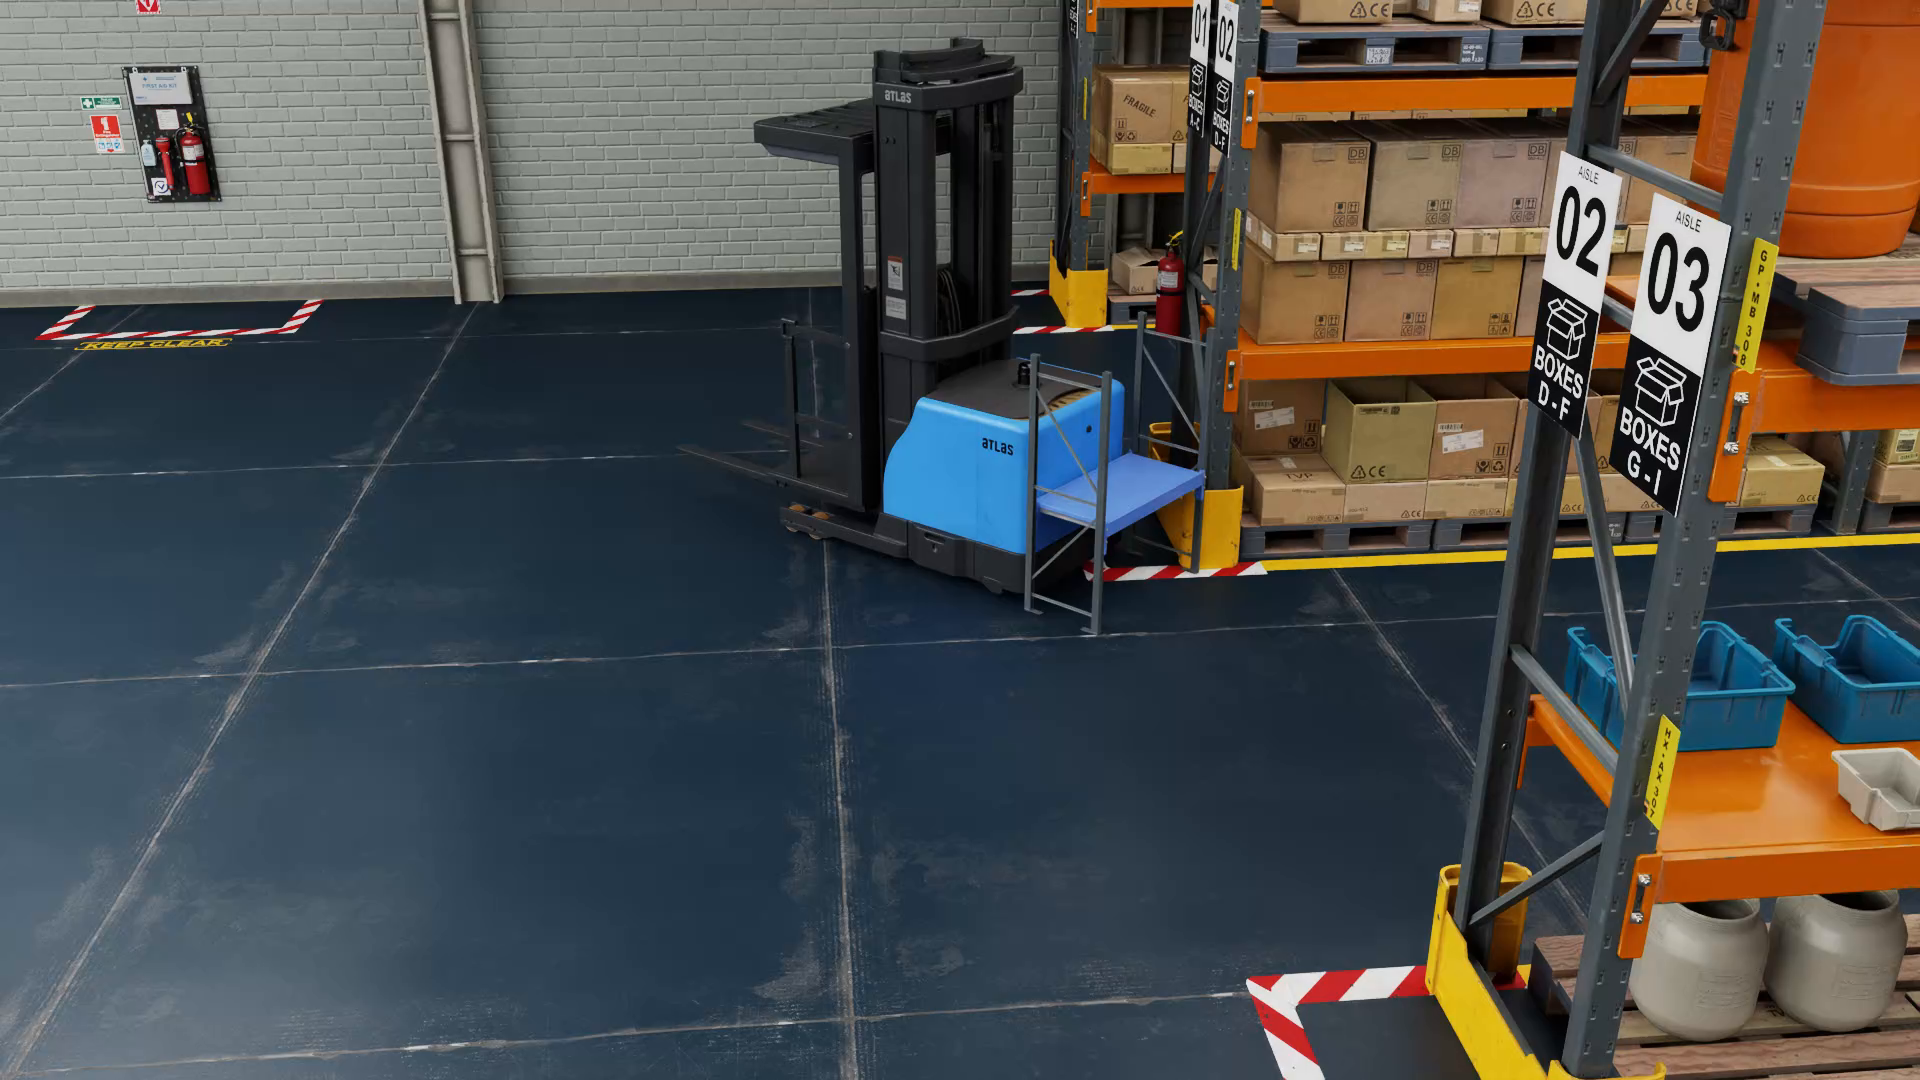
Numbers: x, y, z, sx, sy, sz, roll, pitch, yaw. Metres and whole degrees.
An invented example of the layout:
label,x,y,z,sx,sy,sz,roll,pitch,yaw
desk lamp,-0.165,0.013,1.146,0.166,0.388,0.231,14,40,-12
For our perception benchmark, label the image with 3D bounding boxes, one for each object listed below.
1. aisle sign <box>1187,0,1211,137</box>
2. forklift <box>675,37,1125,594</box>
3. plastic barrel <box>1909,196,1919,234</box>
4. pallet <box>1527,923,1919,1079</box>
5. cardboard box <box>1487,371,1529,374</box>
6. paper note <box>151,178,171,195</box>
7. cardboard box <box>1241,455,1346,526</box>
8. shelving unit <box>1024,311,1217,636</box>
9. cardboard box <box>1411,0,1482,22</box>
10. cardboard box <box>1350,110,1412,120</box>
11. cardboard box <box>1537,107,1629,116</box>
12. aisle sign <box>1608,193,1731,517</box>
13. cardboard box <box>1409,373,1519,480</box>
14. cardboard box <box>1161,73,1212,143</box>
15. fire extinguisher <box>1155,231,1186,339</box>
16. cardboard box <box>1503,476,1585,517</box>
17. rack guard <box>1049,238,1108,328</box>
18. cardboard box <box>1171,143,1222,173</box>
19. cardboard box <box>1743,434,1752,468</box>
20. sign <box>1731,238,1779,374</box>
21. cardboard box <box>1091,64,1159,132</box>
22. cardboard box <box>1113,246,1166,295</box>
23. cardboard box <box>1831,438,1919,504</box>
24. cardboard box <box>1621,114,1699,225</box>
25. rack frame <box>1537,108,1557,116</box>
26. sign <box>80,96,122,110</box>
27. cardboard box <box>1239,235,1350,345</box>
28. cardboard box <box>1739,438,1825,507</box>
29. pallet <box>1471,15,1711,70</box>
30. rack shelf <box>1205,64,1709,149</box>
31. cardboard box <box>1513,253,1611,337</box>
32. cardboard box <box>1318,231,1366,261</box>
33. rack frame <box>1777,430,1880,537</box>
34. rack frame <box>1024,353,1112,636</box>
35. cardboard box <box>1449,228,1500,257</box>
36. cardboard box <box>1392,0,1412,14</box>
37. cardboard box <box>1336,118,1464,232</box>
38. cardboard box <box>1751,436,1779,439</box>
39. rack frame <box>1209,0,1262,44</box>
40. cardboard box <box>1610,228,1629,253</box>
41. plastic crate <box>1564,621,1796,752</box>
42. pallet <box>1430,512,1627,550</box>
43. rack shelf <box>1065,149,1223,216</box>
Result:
label,x,y,z,sx,sy,sz,roll,pitch,yaw
aisle sign,1.367,-2.741,9.522,0.004,0.787,0.394,-2,24,-5
forklift,-0.501,-1.495,10.005,3.031,2.935,1.130,17,29,34
plastic barrel,3.066,-1.180,4.769,0.600,0.588,0.600,0,24,0
pallet,2.824,1.788,5.968,1.213,0.211,1.003,-2,24,-5
cardboard box,3.457,-0.922,10.576,0.500,0.500,0.500,-2,24,-5
paper note,-7.035,-3.112,14.643,0.142,0.148,0.016,-2,24,-5
cardboard box,2.017,-0.304,10.108,0.500,0.250,0.500,-2,24,-5
shelving unit,0.891,-0.391,9.278,0.538,1.500,1.048,19,30,35
cardboard box,2.649,-2.924,9.062,0.250,0.149,0.380,-2,24,-5
cardboard box,3.513,-3.700,14.118,0.500,0.500,0.500,-3,24,-7
cardboard box,5.461,-3.852,14.558,0.500,0.500,0.700,-2,24,-5
aisle sign,1.901,-0.501,4.483,0.004,0.787,0.394,-2,24,-5
cardboard box,3.010,-0.692,10.059,0.500,0.500,0.500,-2,24,-5
cardboard box,1.968,-3.635,13.972,0.500,0.500,0.500,-2,24,-5
fire extinguisher,1.298,-1.584,10.217,0.183,0.674,0.296,-2,24,-5
cardboard box,3.509,-0.363,10.241,0.500,0.250,0.500,-2,24,-5
rack guard,1.046,-2.300,14.808,0.348,0.500,1.175,-2,24,-5
cardboard box,2.003,-3.297,14.135,0.500,0.250,0.500,-3,24,-7
cardboard box,4.503,-0.752,10.195,0.500,0.500,0.500,-2,24,-5
sign,1.994,-0.587,4.173,0.005,0.325,0.100,-2,24,-5
cardboard box,1.419,-3.827,14.403,0.500,0.500,0.500,-3,24,-6
cardboard box,1.668,-2.402,14.731,0.500,0.311,0.500,-5,24,-11
cardboard box,5.867,-0.448,10.432,0.500,0.250,0.500,-3,24,-6
cardboard box,3.999,-2.174,9.728,0.500,0.500,0.700,-2,24,-5
rack frame,4.951,-3.598,14.653,0.127,3.000,1.000,-2,24,-5
sign,-7.407,-3.768,14.338,0.331,0.109,0.001,-2,24,-5
cardboard box,1.927,-1.496,9.799,0.500,0.500,0.700,-2,24,-5
cardboard box,5.002,-0.425,10.381,0.500,0.250,0.500,-2,24,-5
pallet,3.384,-2.835,9.350,1.213,0.211,1.003,-2,24,-5
rack shelf,3.451,-2.558,9.506,4.000,0.370,1.077,-2,24,-5
cardboard box,3.467,-1.559,9.941,0.500,0.500,0.700,-2,24,-4
cardboard box,2.135,-1.719,9.503,0.250,0.149,0.380,-3,24,-7
rack frame,5.442,-1.596,10.148,0.127,3.000,1.000,-2,24,-5
rack frame,0.569,-0.231,8.918,0.500,1.500,0.032,19,30,35
cardboard box,2.900,-1.749,9.571,0.250,0.149,0.380,-3,24,-7
cardboard box,2.581,-3.147,9.440,0.500,0.250,0.500,-2,24,-5
cardboard box,2.502,-2.114,9.593,0.500,0.500,0.700,-3,24,-7
cardboard box,4.950,-0.636,10.856,0.500,0.250,0.500,-2,24,-5
rack frame,1.461,-4.178,8.571,0.127,3.000,1.000,-2,24,-5
cardboard box,3.664,-1.779,9.638,0.250,0.149,0.380,-2,24,-3
plastic crate,2.413,0.493,5.632,0.616,0.251,0.499,-2,24,-5
pallet,3.429,-0.257,10.569,1.213,0.211,1.003,-2,24,-5
rack shelf,2.961,-3.190,14.619,4.000,0.370,1.077,-2,24,-5
